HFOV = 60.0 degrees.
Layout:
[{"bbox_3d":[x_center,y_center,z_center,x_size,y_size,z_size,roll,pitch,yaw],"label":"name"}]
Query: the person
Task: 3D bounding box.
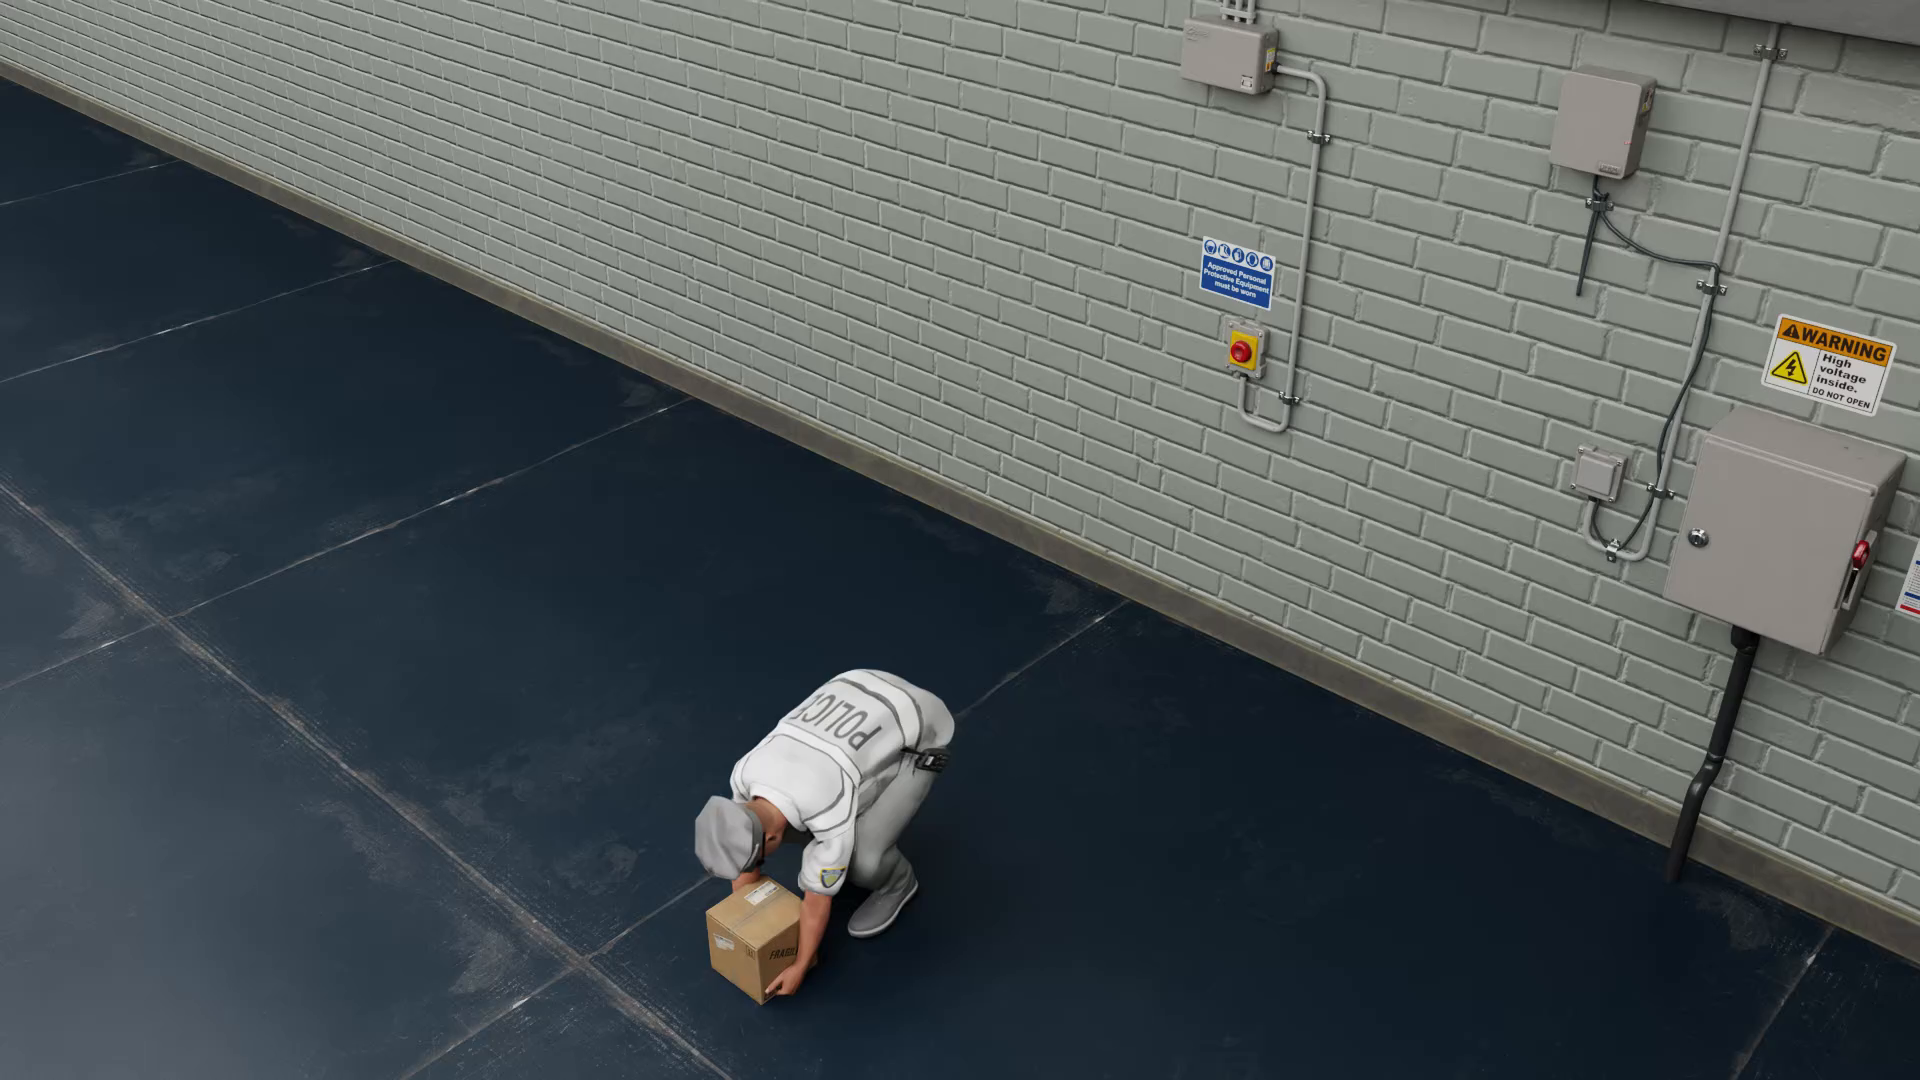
[{"bbox_3d":[-0.447,0.942,5.476,0.525,0.852,1.031,24,38,34],"label":"person"}]
